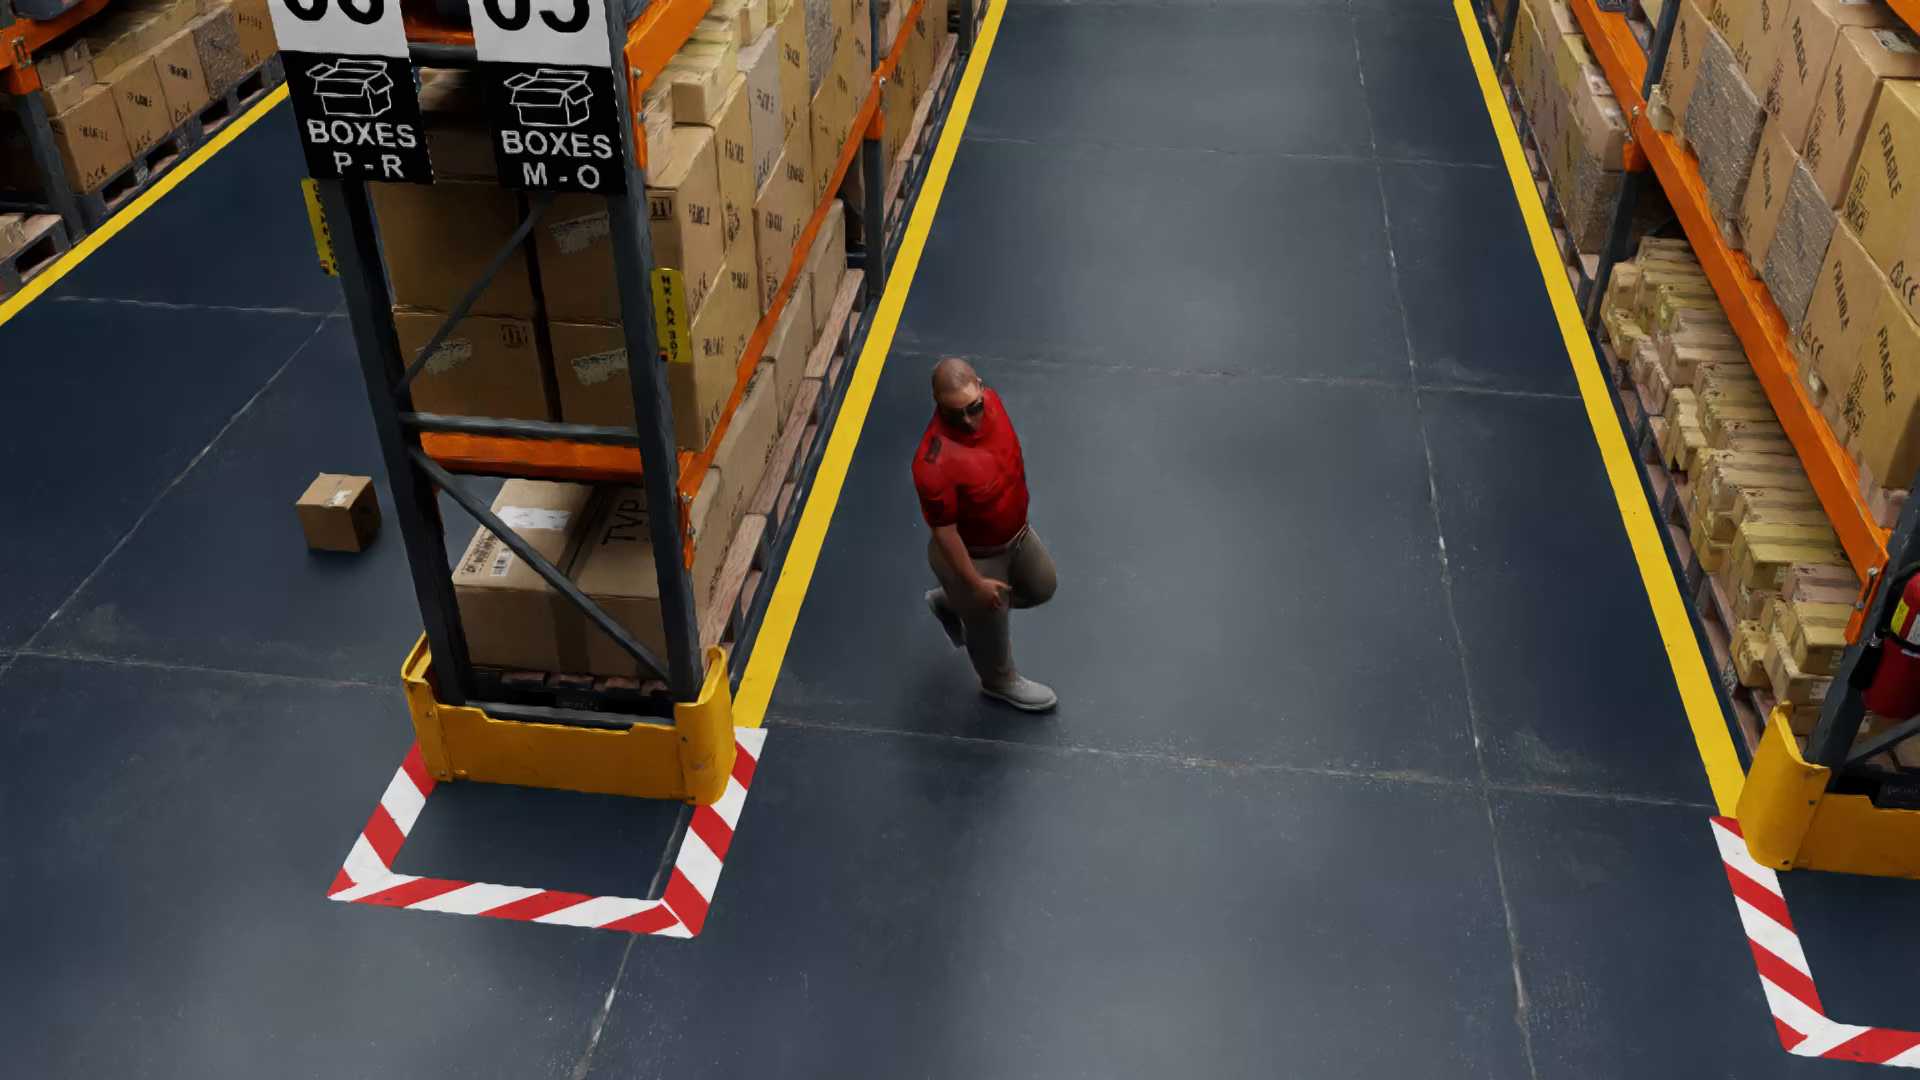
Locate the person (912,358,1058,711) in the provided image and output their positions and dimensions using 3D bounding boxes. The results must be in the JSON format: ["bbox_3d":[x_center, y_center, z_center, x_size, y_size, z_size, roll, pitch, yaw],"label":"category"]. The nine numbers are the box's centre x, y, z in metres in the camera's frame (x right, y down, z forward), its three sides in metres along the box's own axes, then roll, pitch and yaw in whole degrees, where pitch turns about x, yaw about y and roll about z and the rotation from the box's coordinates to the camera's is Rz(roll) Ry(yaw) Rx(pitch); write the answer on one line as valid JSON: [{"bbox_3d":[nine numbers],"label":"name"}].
[{"bbox_3d":[0.055,0.004,6.172,0.600,1.681,0.654,14,38,18],"label":"person"}]
